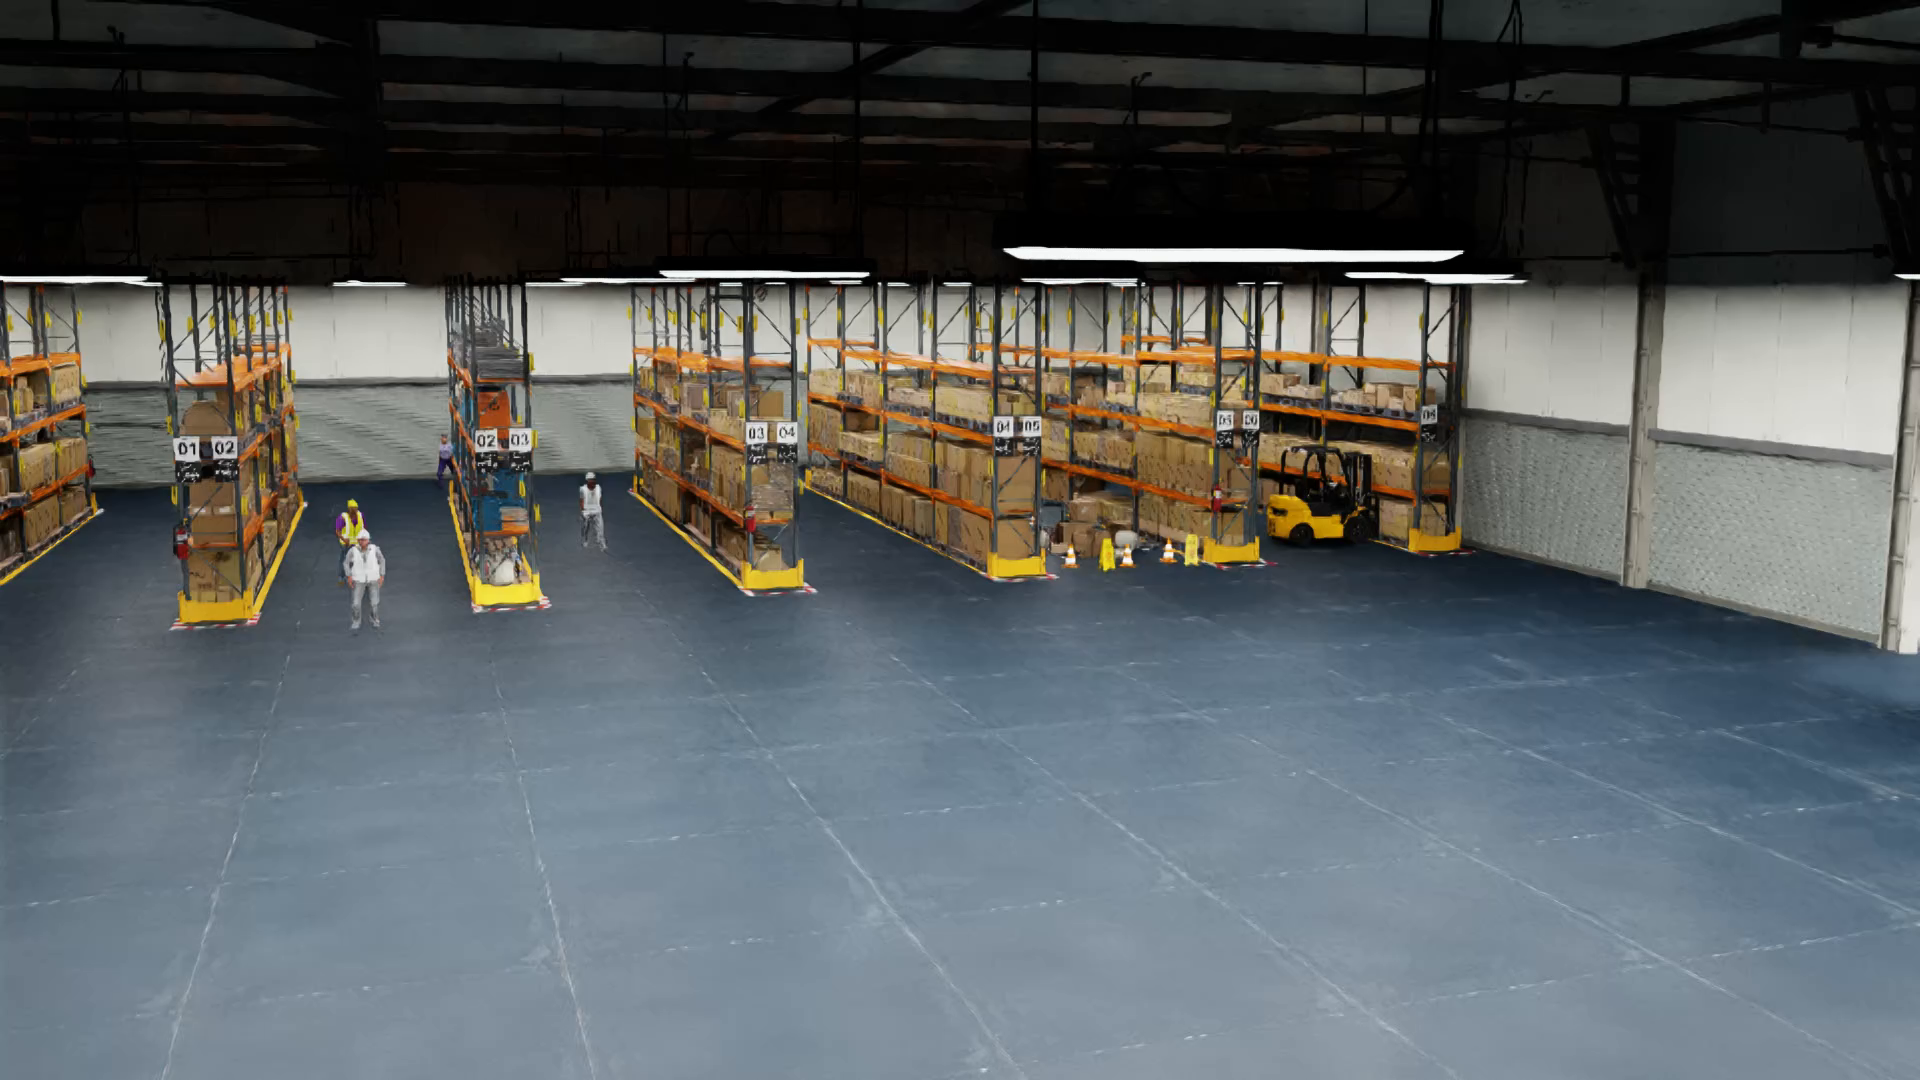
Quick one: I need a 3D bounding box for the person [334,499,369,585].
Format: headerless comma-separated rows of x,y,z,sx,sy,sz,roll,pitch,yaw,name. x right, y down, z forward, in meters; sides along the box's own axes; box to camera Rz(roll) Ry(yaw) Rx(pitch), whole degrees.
-11.727,0.018,32.086,0.705,1.642,0.828,-6,11,-36,person

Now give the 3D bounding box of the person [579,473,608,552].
-8.064,-0.619,36.391,0.554,1.724,1.031,-4,10,-27,person

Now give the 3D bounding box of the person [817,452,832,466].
-4.233,-2.967,51.930,0.513,1.749,0.725,4,9,24,person

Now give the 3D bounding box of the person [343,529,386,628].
-10.047,0.653,28.103,0.677,1.726,0.574,-3,9,-20,person

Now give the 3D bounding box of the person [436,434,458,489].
-14.735,-2.277,47.864,0.534,1.582,0.933,0,9,2,person
